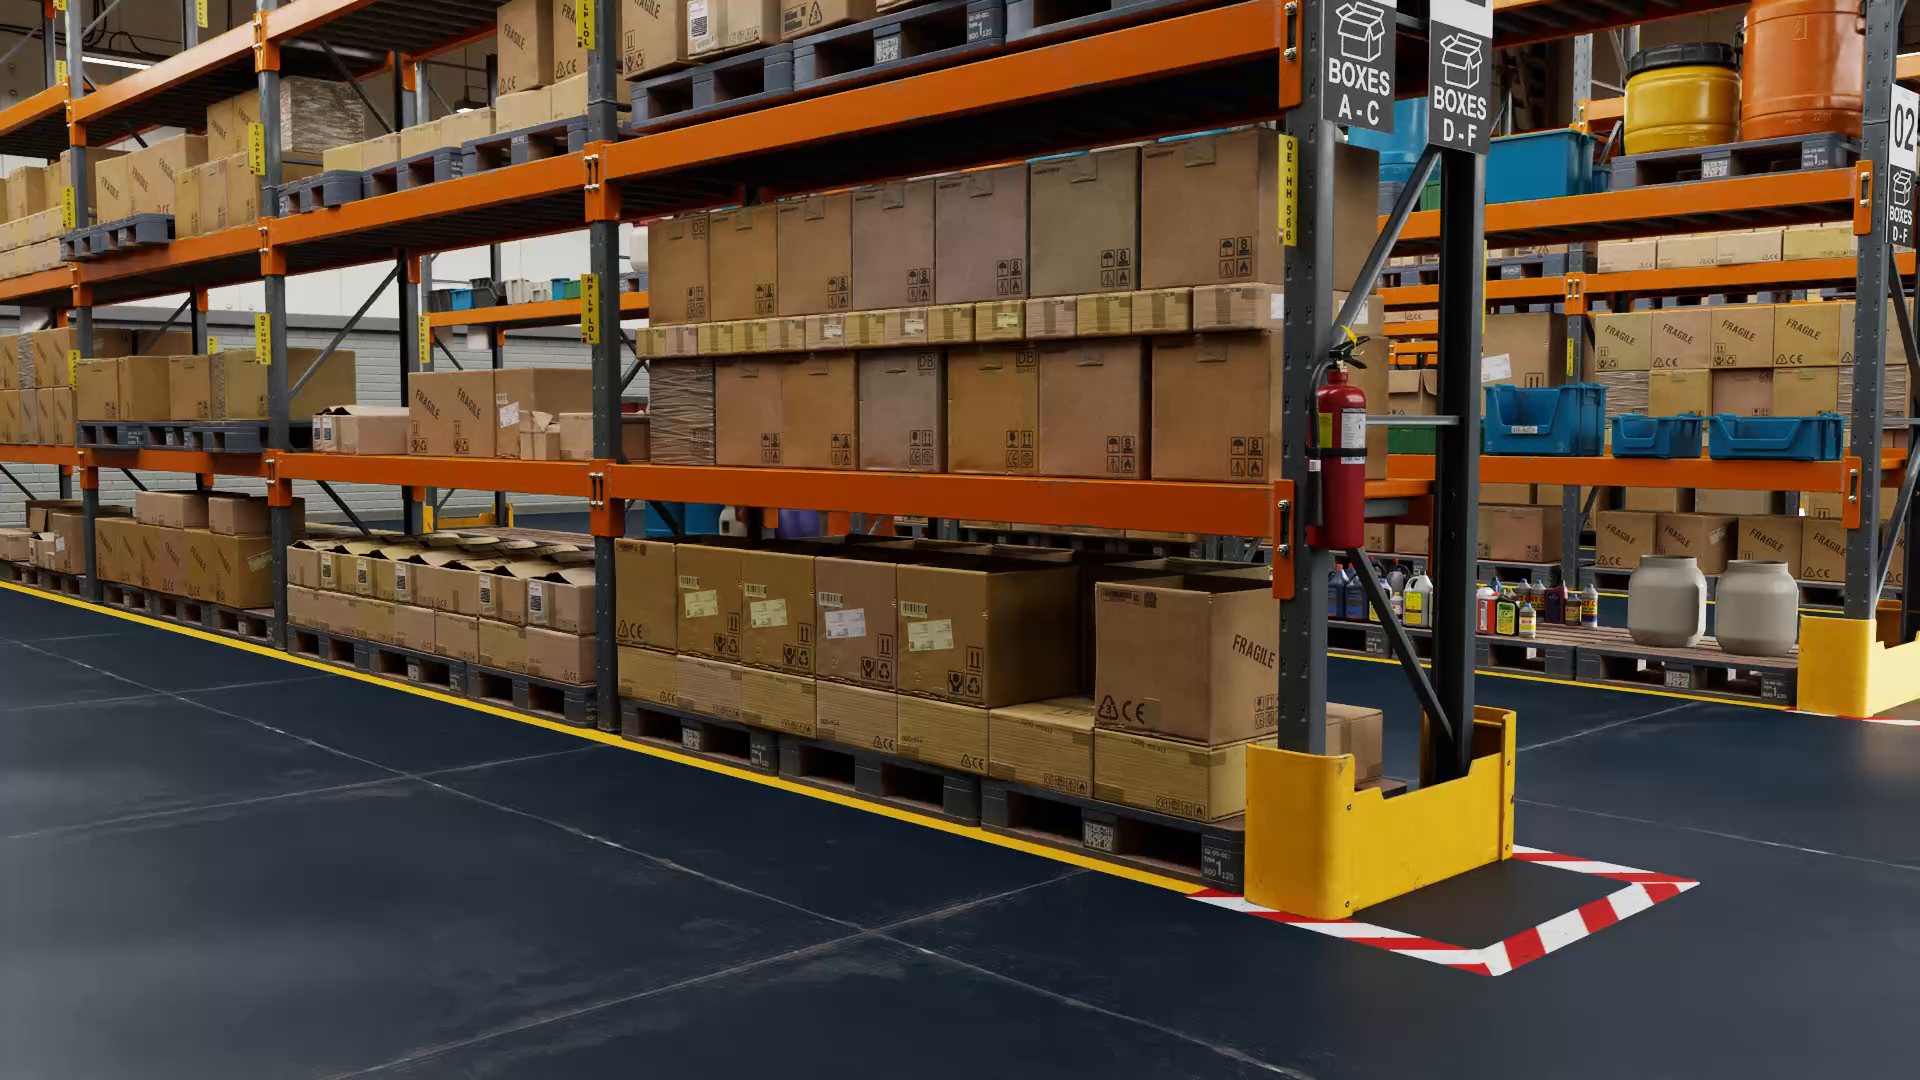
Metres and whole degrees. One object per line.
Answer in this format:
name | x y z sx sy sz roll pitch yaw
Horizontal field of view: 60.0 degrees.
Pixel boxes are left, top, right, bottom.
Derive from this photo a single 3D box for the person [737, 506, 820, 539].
person | -1.186 -0.074 10.777 0.452 1.634 0.518 -4 6 -43
